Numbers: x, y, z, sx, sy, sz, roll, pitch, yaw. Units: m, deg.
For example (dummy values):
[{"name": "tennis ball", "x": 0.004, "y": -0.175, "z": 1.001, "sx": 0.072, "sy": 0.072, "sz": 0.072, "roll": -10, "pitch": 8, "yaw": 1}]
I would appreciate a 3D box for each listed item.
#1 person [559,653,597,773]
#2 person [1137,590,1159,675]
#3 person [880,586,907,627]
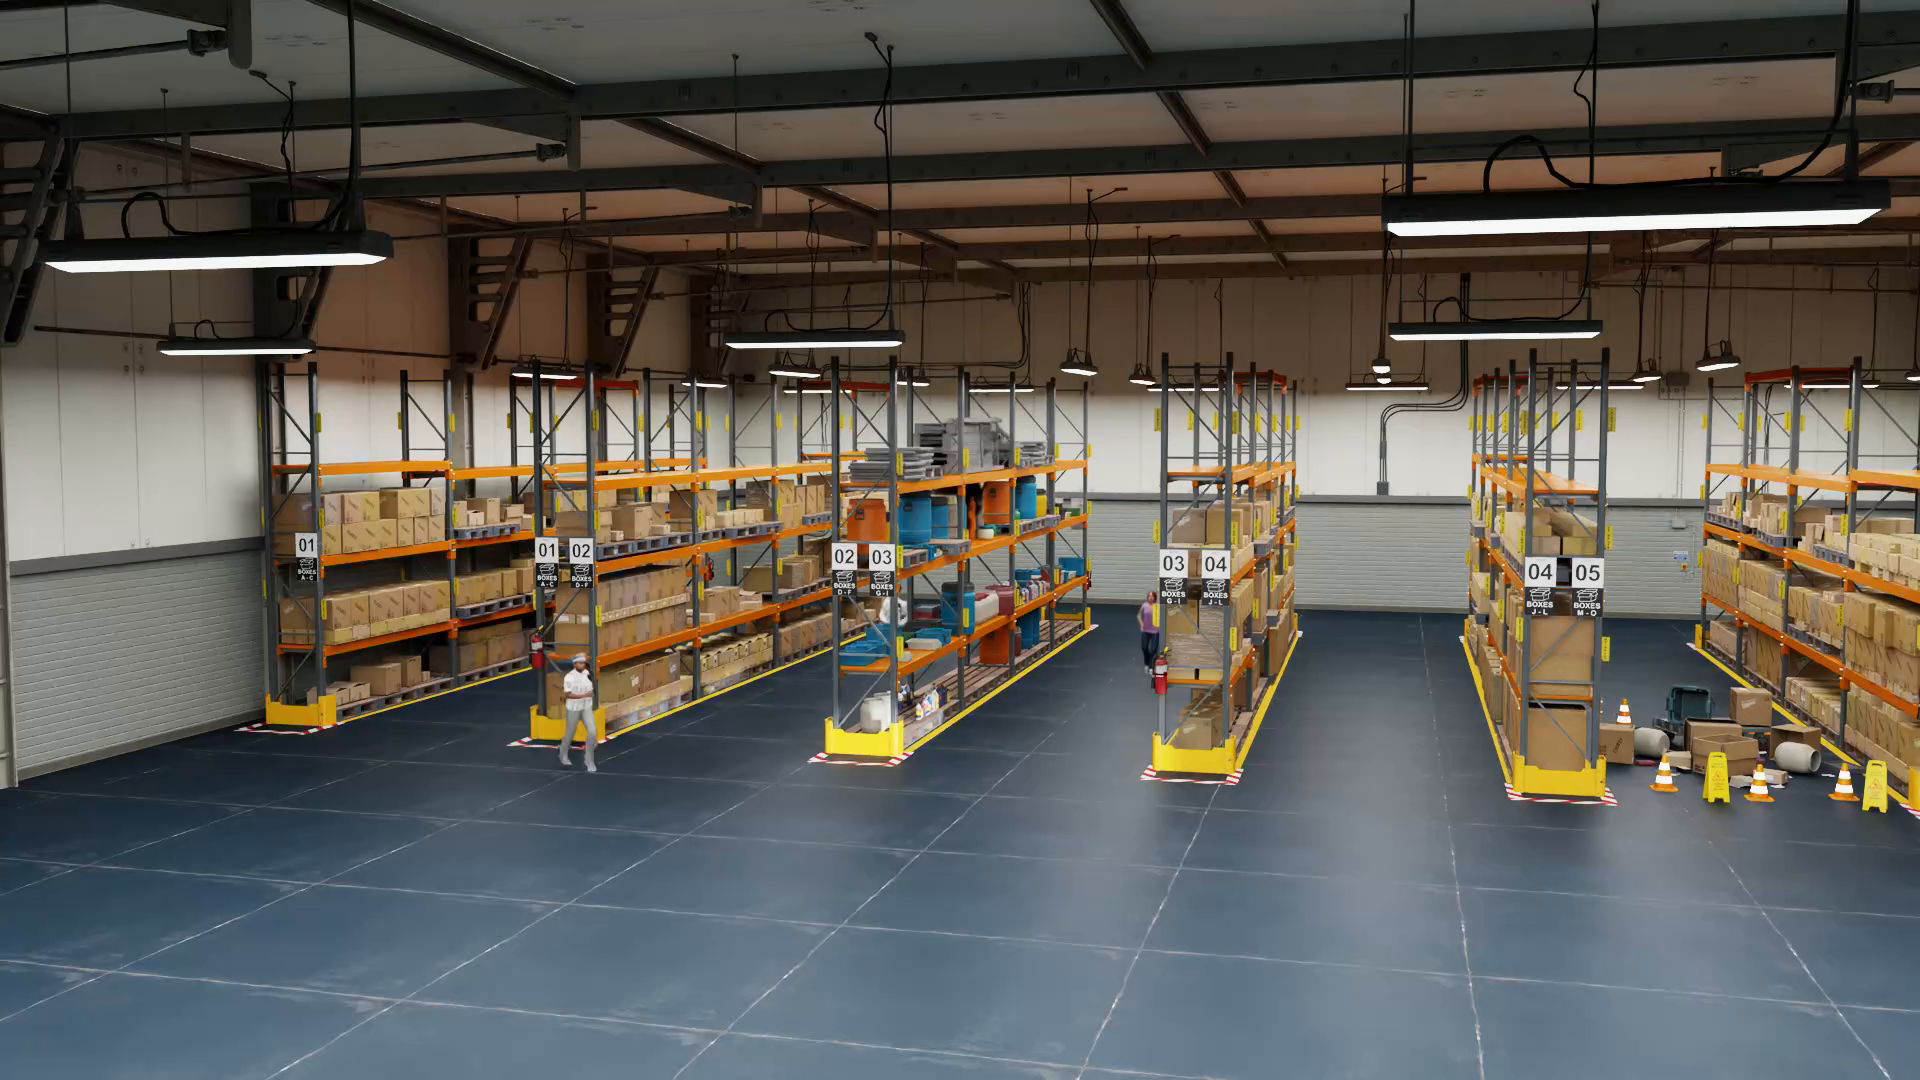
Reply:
[{"name": "person", "x": -5.492, "y": 2.476, "z": 23.945, "sx": 0.539, "sy": 1.749, "sz": 0.846, "roll": -4, "pitch": 6, "yaw": -44}, {"name": "person", "x": 3.548, "y": 1.743, "z": 31.068, "sx": 0.527, "sy": 1.593, "sz": 0.554, "roll": 1, "pitch": 4, "yaw": 13}, {"name": "person", "x": -1.240, "y": 1.665, "z": 31.527, "sx": 0.615, "sy": 1.659, "sz": 0.523, "roll": 1, "pitch": 4, "yaw": 10}]
